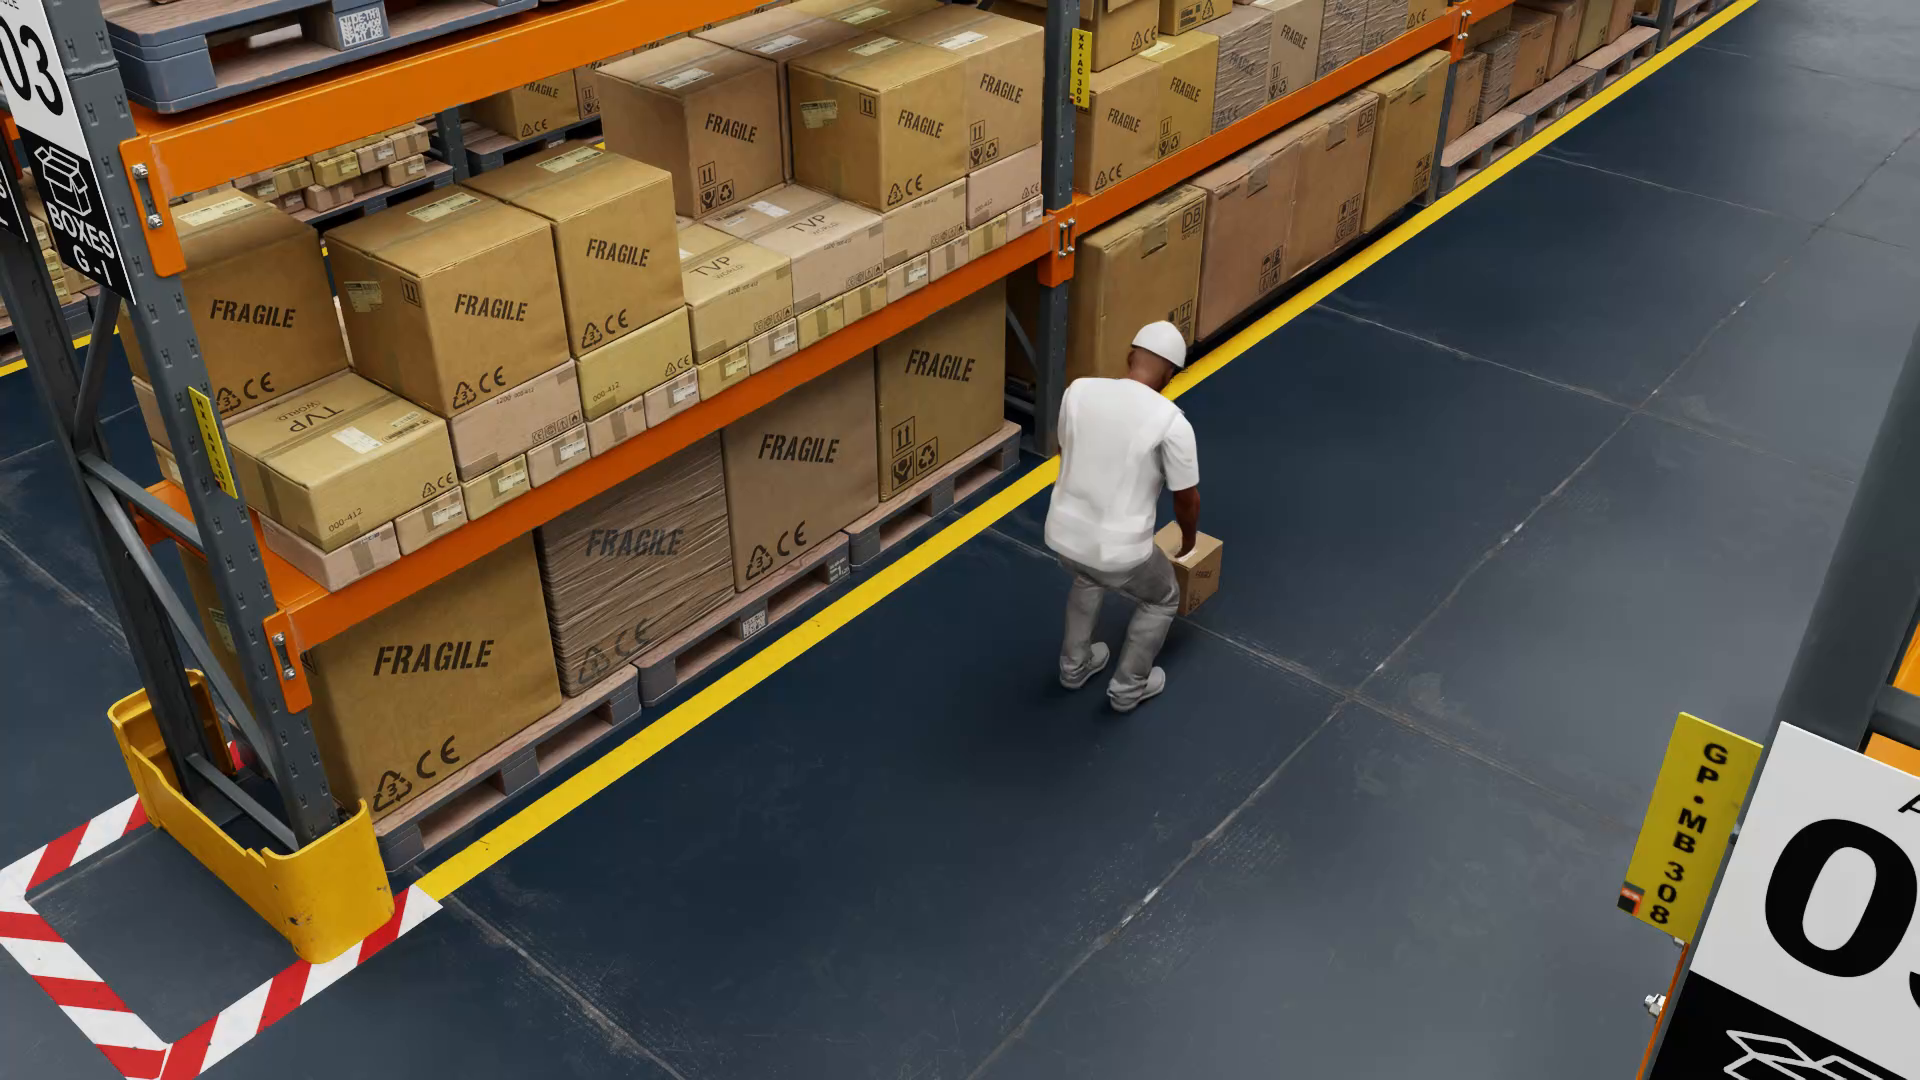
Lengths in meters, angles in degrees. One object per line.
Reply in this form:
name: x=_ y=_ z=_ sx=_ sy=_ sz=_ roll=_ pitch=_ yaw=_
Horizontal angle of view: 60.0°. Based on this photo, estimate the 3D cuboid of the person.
person: x=0.607 y=-0.074 z=6.427 sx=0.625 sy=1.543 sz=0.666 roll=26 pitch=42 yaw=32
